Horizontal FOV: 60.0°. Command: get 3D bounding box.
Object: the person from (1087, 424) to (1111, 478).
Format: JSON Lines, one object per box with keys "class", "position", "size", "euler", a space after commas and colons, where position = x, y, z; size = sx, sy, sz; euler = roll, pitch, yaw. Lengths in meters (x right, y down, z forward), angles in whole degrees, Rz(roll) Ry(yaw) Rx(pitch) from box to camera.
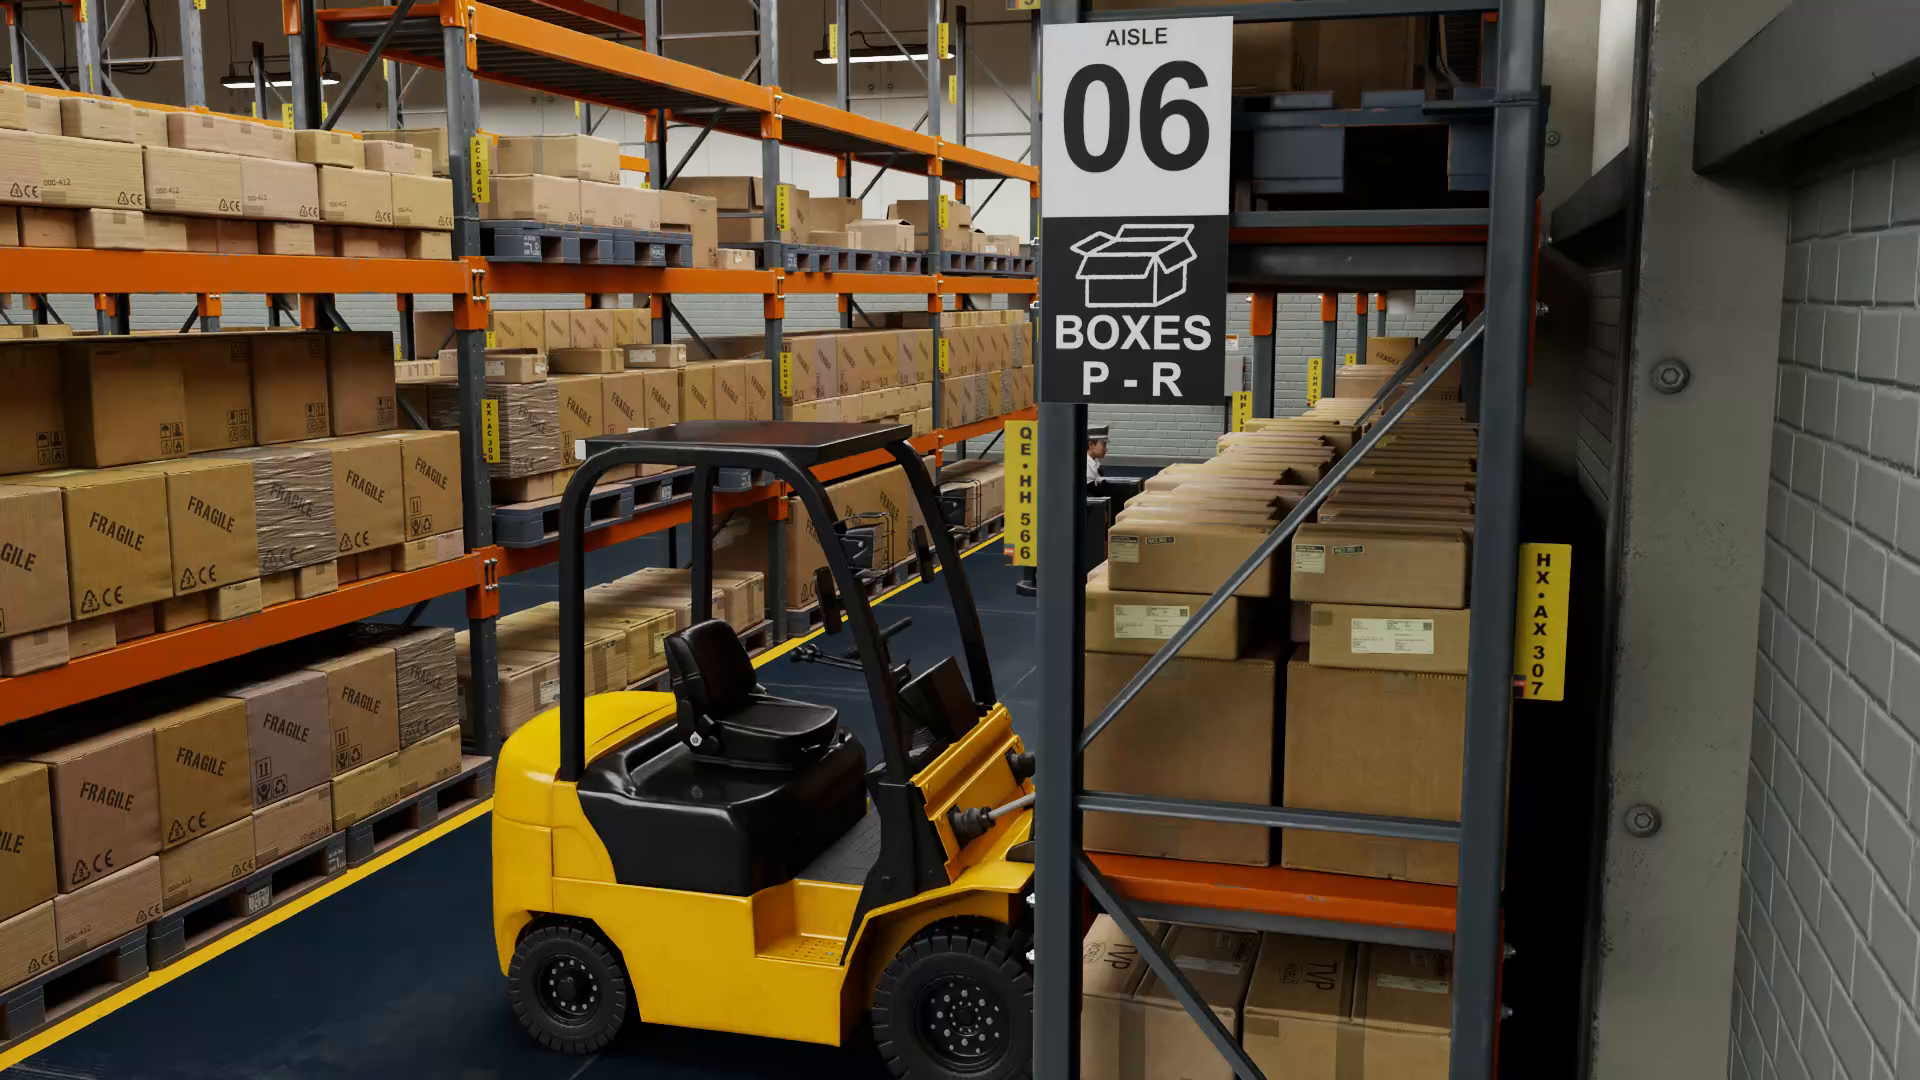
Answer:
{"class": "person", "position": [0.954, -0.047, 12.639], "size": [0.371, 1.664, 0.529], "euler": [3, 9, 17]}
